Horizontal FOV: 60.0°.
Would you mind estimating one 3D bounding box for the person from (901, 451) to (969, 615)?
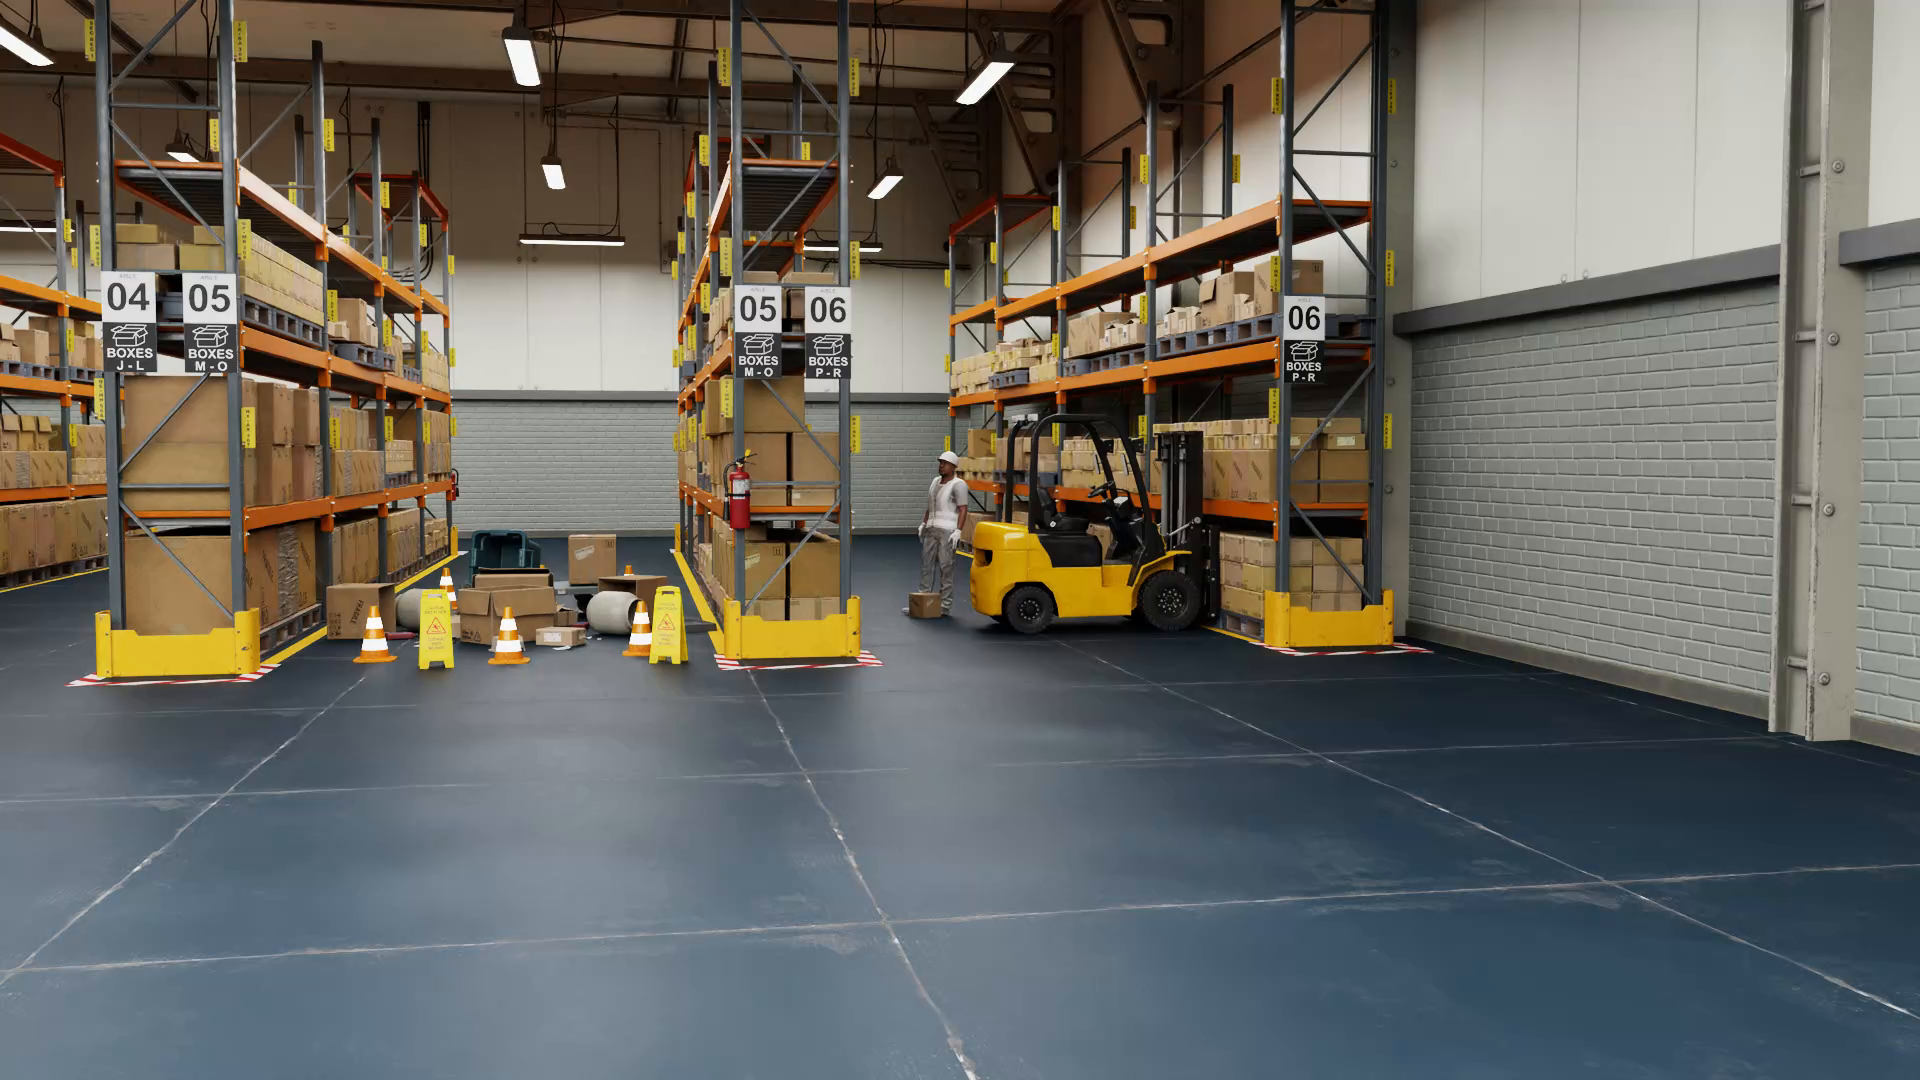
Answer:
[{"bbox_3d":[-0.249,-0.075,18.122,0.575,1.785,0.657,-3,4,-40],"label":"person"}]
